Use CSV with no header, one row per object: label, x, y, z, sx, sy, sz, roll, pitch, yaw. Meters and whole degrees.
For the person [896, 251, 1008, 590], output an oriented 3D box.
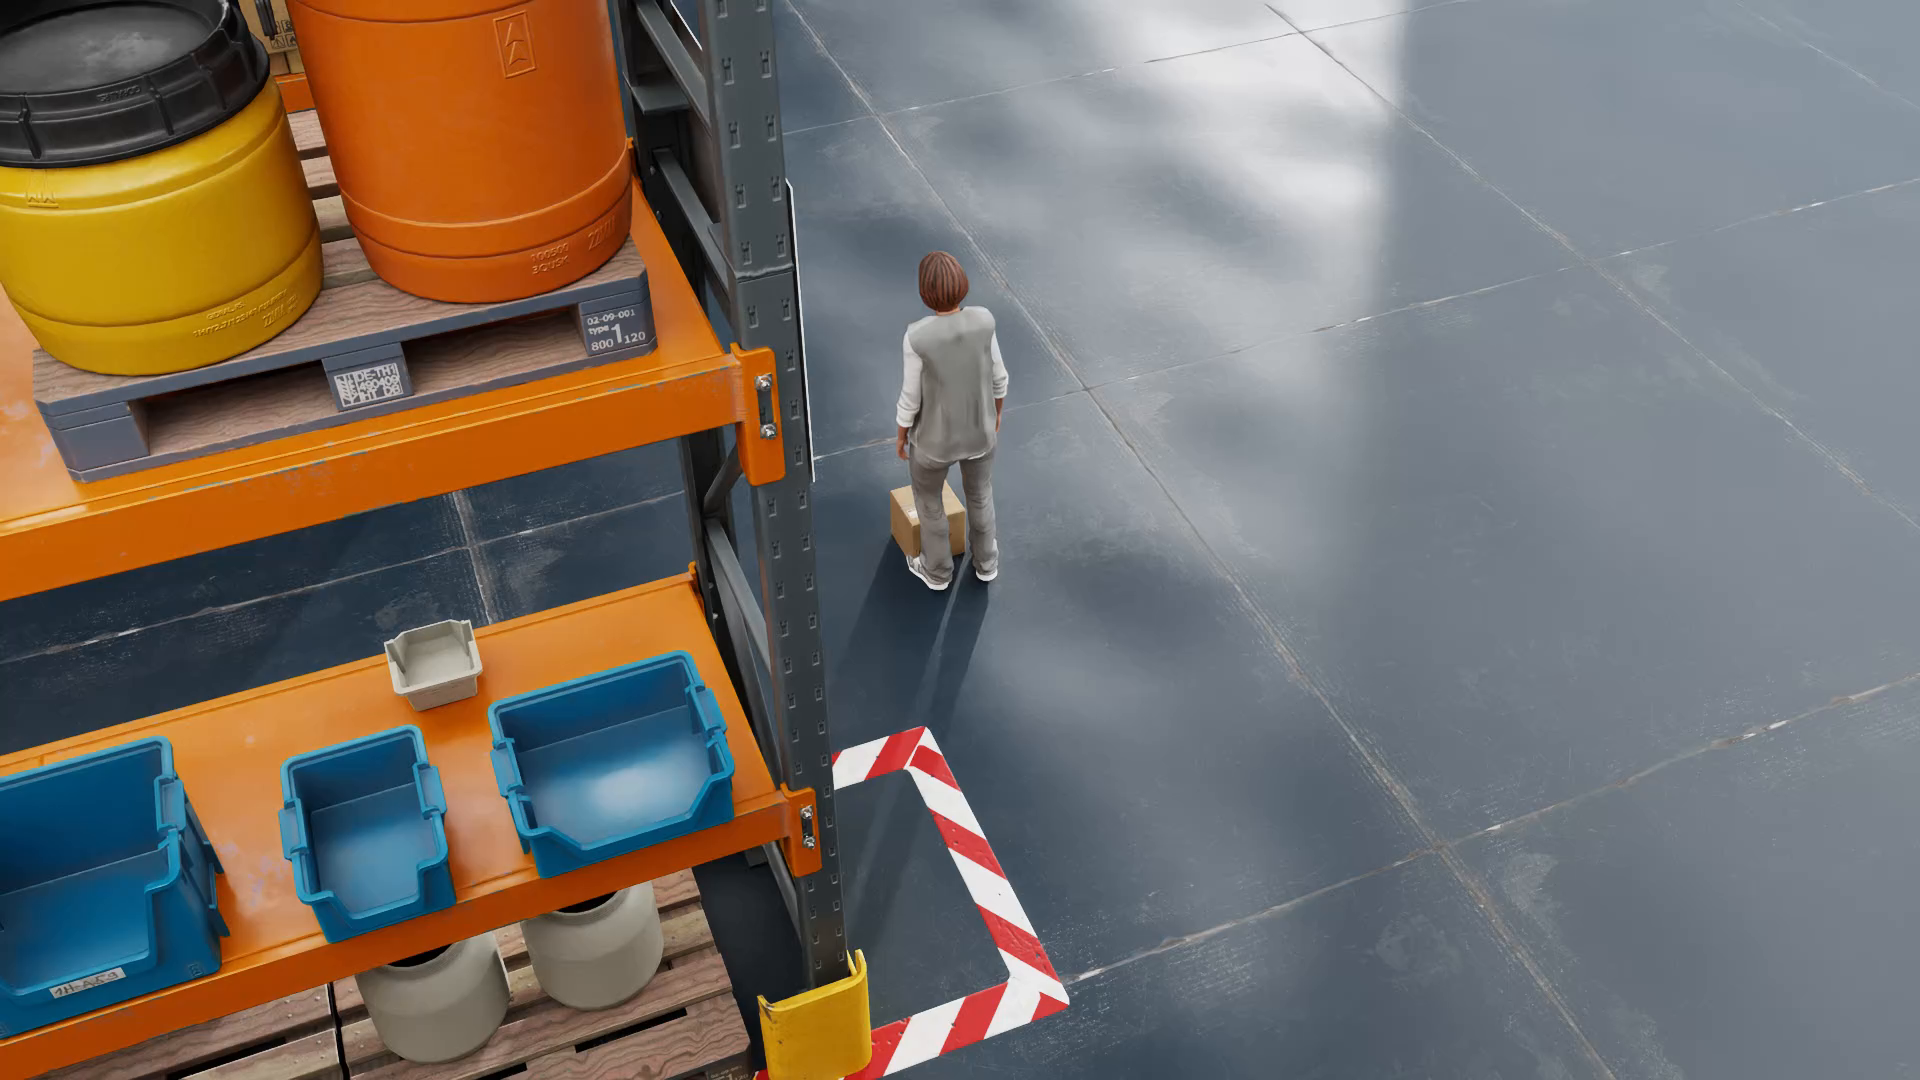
person,-0.039,-0.434,6.644,0.460,1.592,0.366,-15,45,-16
